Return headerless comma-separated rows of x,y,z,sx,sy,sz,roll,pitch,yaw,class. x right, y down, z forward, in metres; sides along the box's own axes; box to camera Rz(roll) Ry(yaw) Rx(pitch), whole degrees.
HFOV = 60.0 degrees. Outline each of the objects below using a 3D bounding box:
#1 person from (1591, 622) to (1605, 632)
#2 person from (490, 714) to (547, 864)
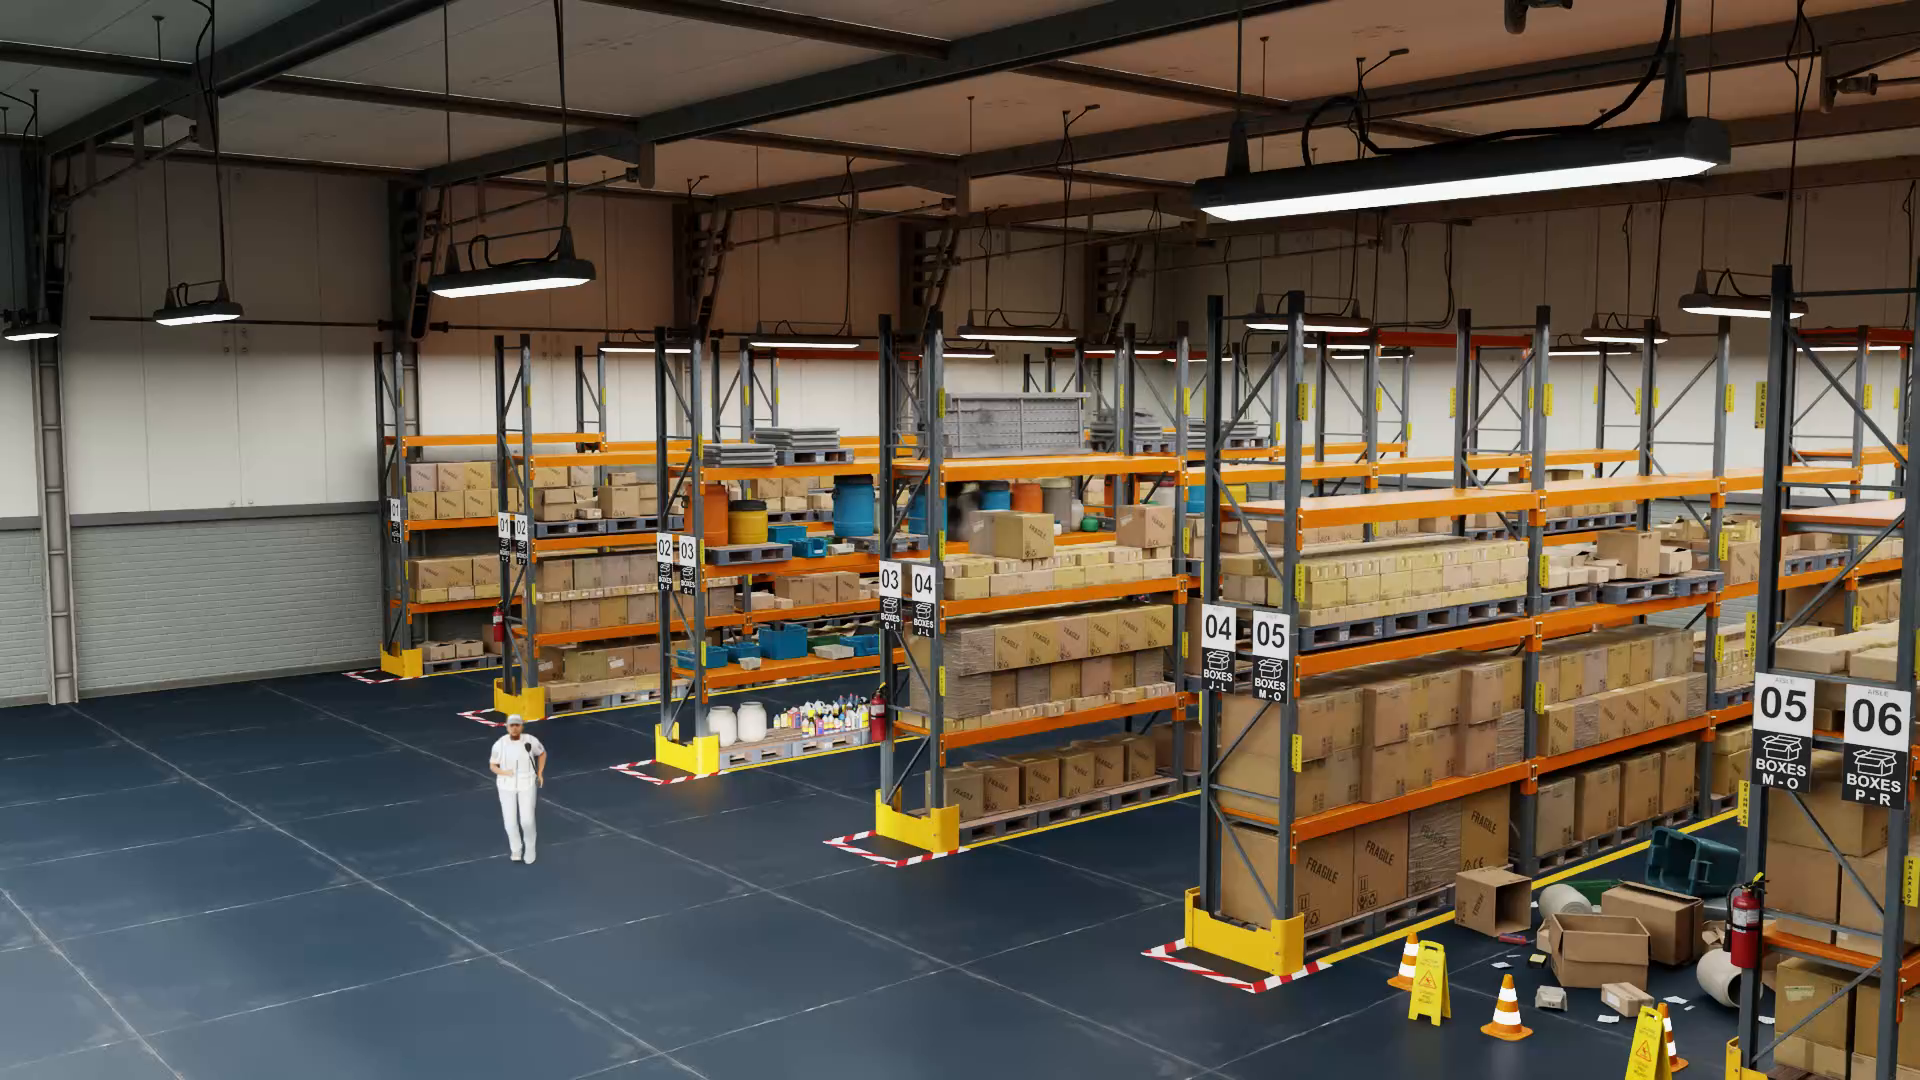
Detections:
9.825,2.048,25.593,0.717,1.597,0.521,-5,7,-41,person
-4.788,2.701,18.020,0.579,1.648,0.643,-1,5,-10,person
